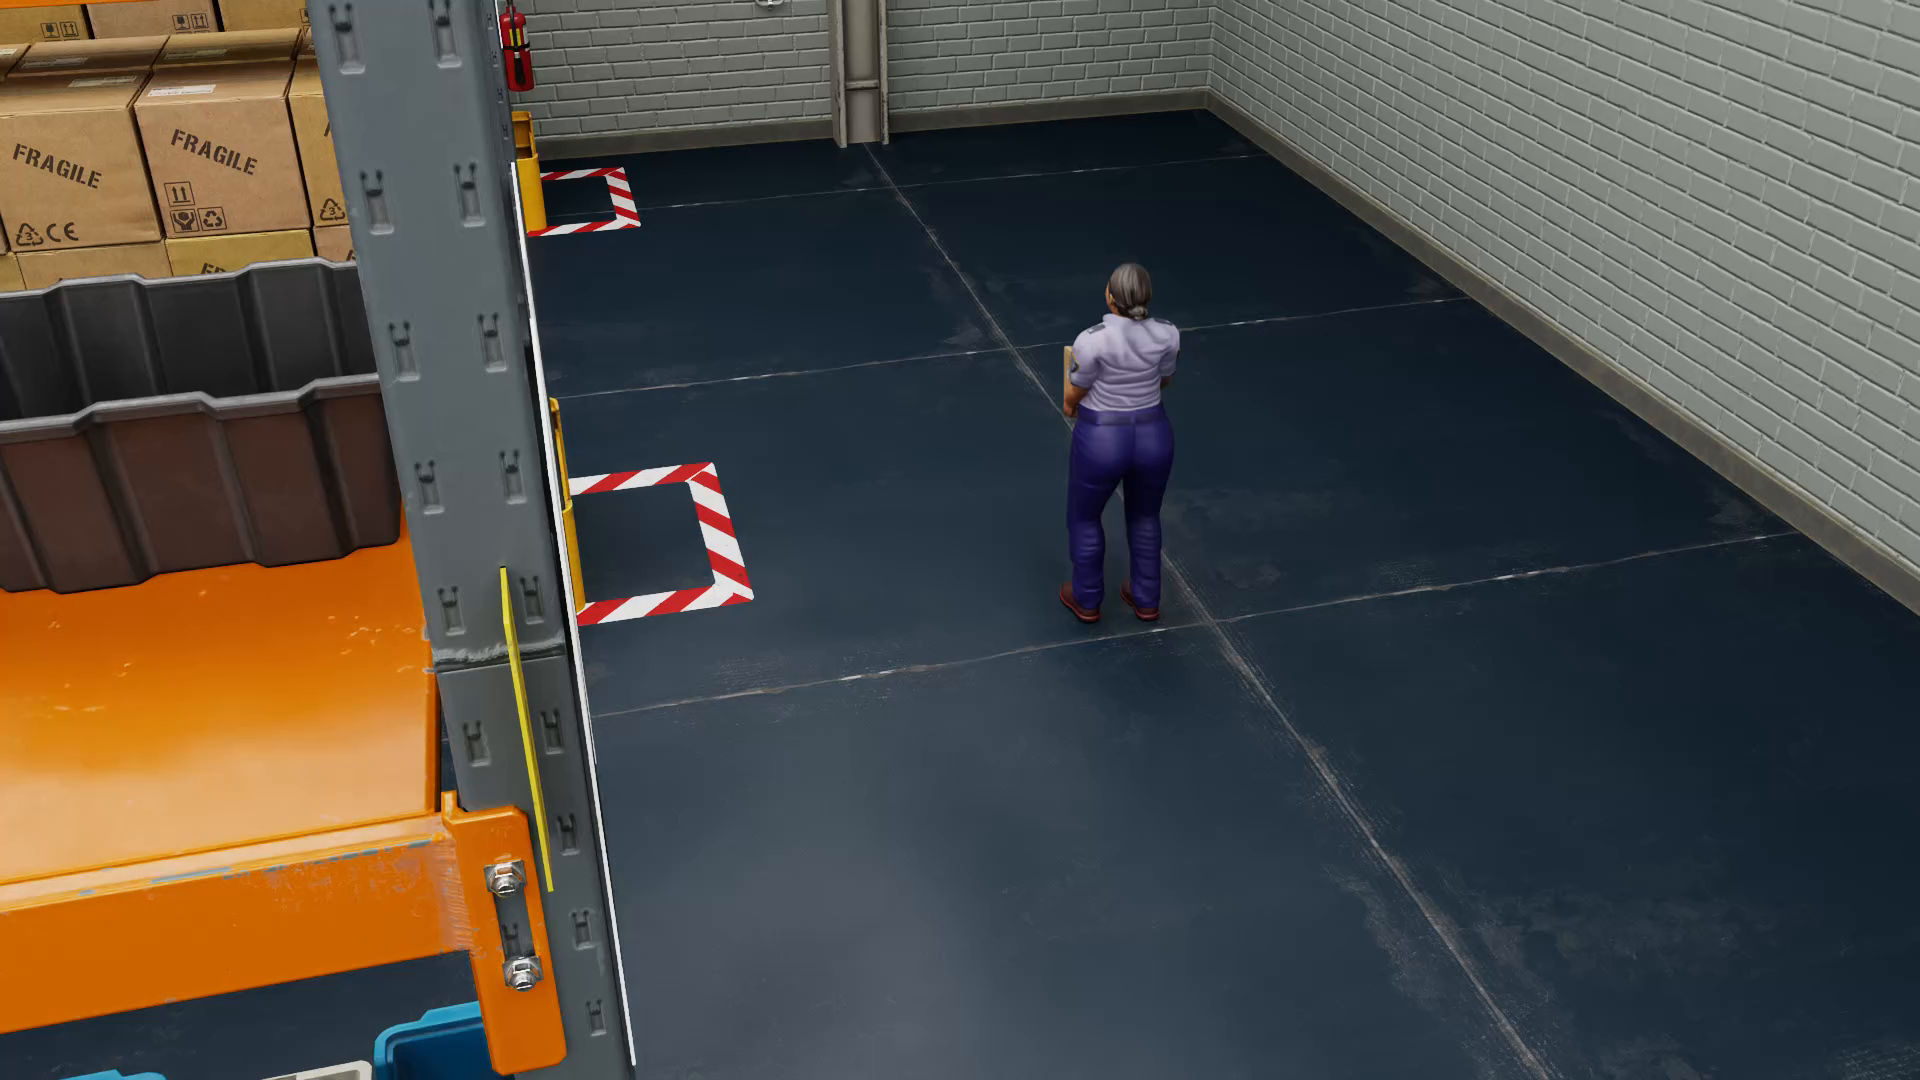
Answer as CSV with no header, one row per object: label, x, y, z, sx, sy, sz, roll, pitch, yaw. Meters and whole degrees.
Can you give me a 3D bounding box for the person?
person,0.630,-0.421,6.873,0.452,1.634,0.516,-8,31,-13
